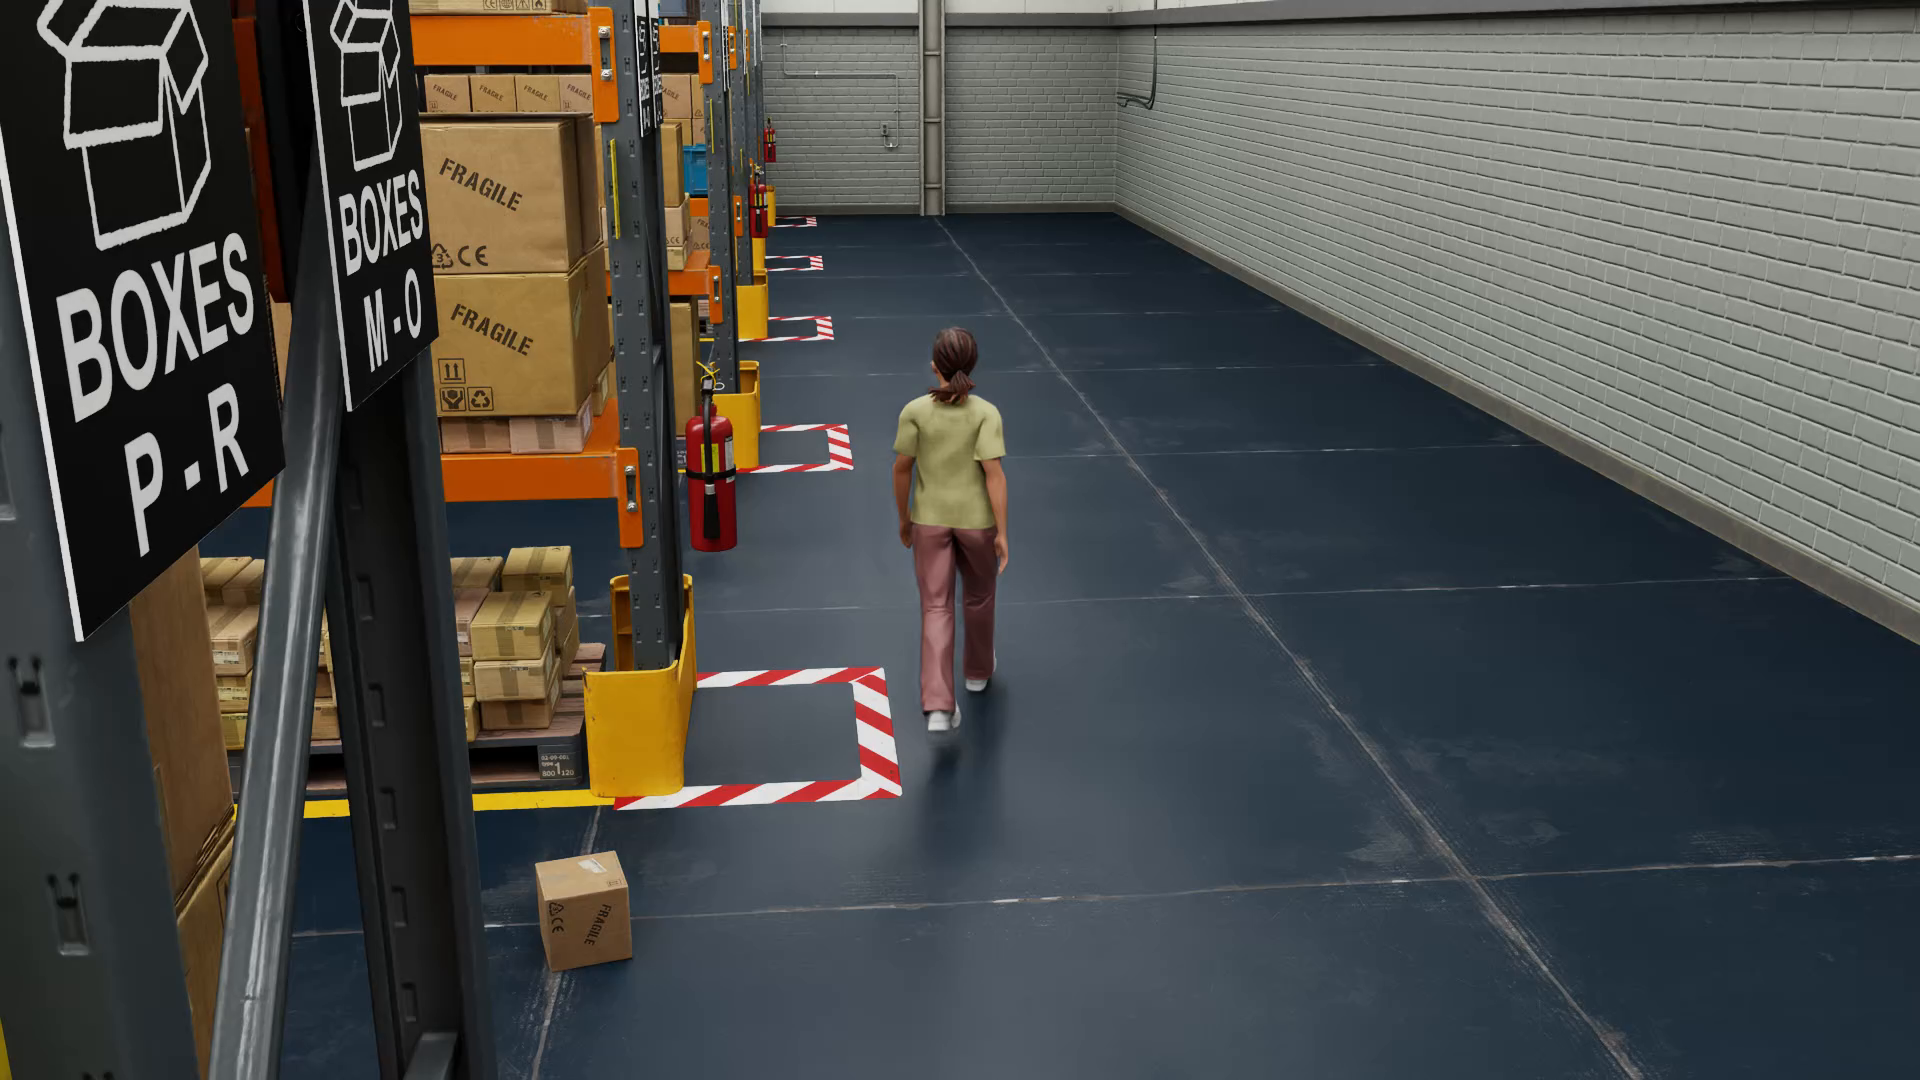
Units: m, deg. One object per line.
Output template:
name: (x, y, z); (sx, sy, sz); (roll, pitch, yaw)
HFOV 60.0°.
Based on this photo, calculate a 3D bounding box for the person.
person: (-0.032, -0.065, 6.768); (0.477, 1.628, 0.996); (1, 17, 4)
